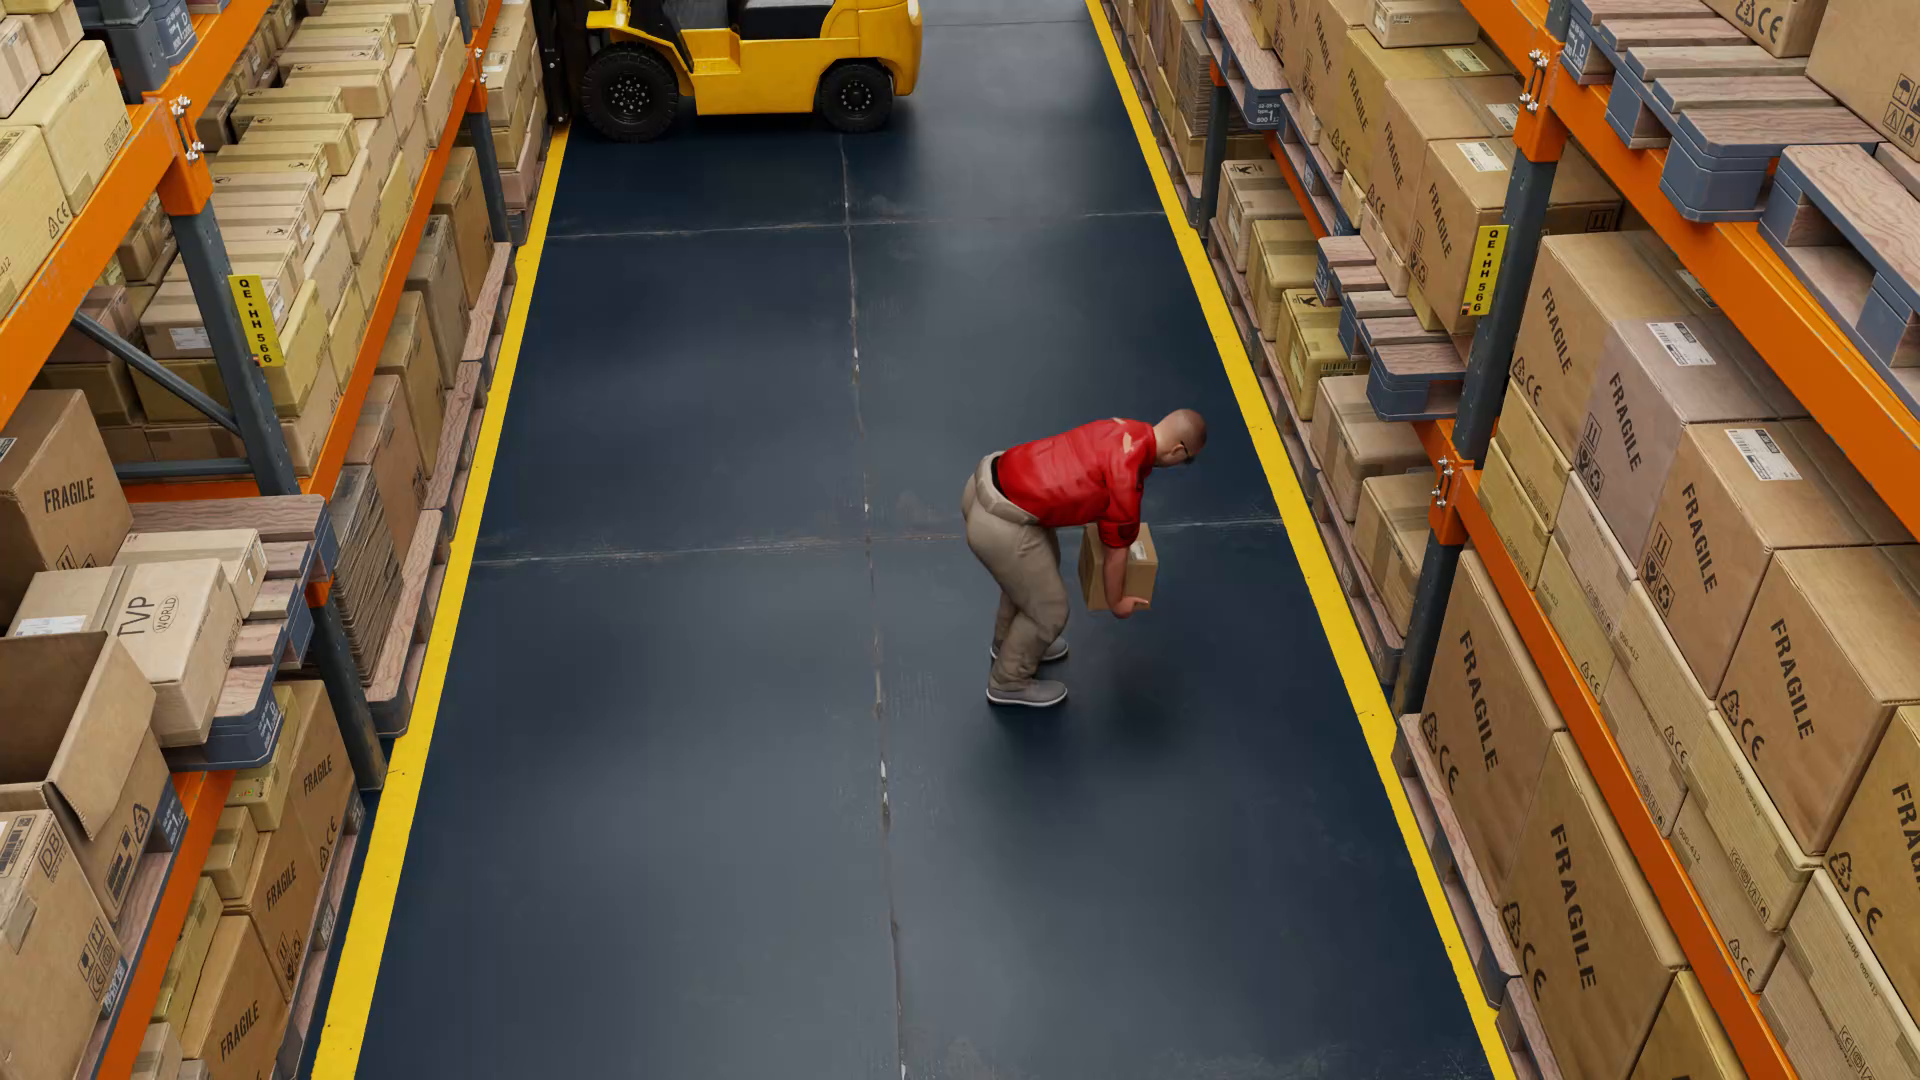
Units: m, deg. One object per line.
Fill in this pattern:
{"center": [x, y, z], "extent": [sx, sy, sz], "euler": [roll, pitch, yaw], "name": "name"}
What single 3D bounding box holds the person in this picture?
{"center": [0.469, 0.053, 6.488], "extent": [0.925, 1.250, 0.482], "euler": [-4, 39, -5], "name": "person"}
